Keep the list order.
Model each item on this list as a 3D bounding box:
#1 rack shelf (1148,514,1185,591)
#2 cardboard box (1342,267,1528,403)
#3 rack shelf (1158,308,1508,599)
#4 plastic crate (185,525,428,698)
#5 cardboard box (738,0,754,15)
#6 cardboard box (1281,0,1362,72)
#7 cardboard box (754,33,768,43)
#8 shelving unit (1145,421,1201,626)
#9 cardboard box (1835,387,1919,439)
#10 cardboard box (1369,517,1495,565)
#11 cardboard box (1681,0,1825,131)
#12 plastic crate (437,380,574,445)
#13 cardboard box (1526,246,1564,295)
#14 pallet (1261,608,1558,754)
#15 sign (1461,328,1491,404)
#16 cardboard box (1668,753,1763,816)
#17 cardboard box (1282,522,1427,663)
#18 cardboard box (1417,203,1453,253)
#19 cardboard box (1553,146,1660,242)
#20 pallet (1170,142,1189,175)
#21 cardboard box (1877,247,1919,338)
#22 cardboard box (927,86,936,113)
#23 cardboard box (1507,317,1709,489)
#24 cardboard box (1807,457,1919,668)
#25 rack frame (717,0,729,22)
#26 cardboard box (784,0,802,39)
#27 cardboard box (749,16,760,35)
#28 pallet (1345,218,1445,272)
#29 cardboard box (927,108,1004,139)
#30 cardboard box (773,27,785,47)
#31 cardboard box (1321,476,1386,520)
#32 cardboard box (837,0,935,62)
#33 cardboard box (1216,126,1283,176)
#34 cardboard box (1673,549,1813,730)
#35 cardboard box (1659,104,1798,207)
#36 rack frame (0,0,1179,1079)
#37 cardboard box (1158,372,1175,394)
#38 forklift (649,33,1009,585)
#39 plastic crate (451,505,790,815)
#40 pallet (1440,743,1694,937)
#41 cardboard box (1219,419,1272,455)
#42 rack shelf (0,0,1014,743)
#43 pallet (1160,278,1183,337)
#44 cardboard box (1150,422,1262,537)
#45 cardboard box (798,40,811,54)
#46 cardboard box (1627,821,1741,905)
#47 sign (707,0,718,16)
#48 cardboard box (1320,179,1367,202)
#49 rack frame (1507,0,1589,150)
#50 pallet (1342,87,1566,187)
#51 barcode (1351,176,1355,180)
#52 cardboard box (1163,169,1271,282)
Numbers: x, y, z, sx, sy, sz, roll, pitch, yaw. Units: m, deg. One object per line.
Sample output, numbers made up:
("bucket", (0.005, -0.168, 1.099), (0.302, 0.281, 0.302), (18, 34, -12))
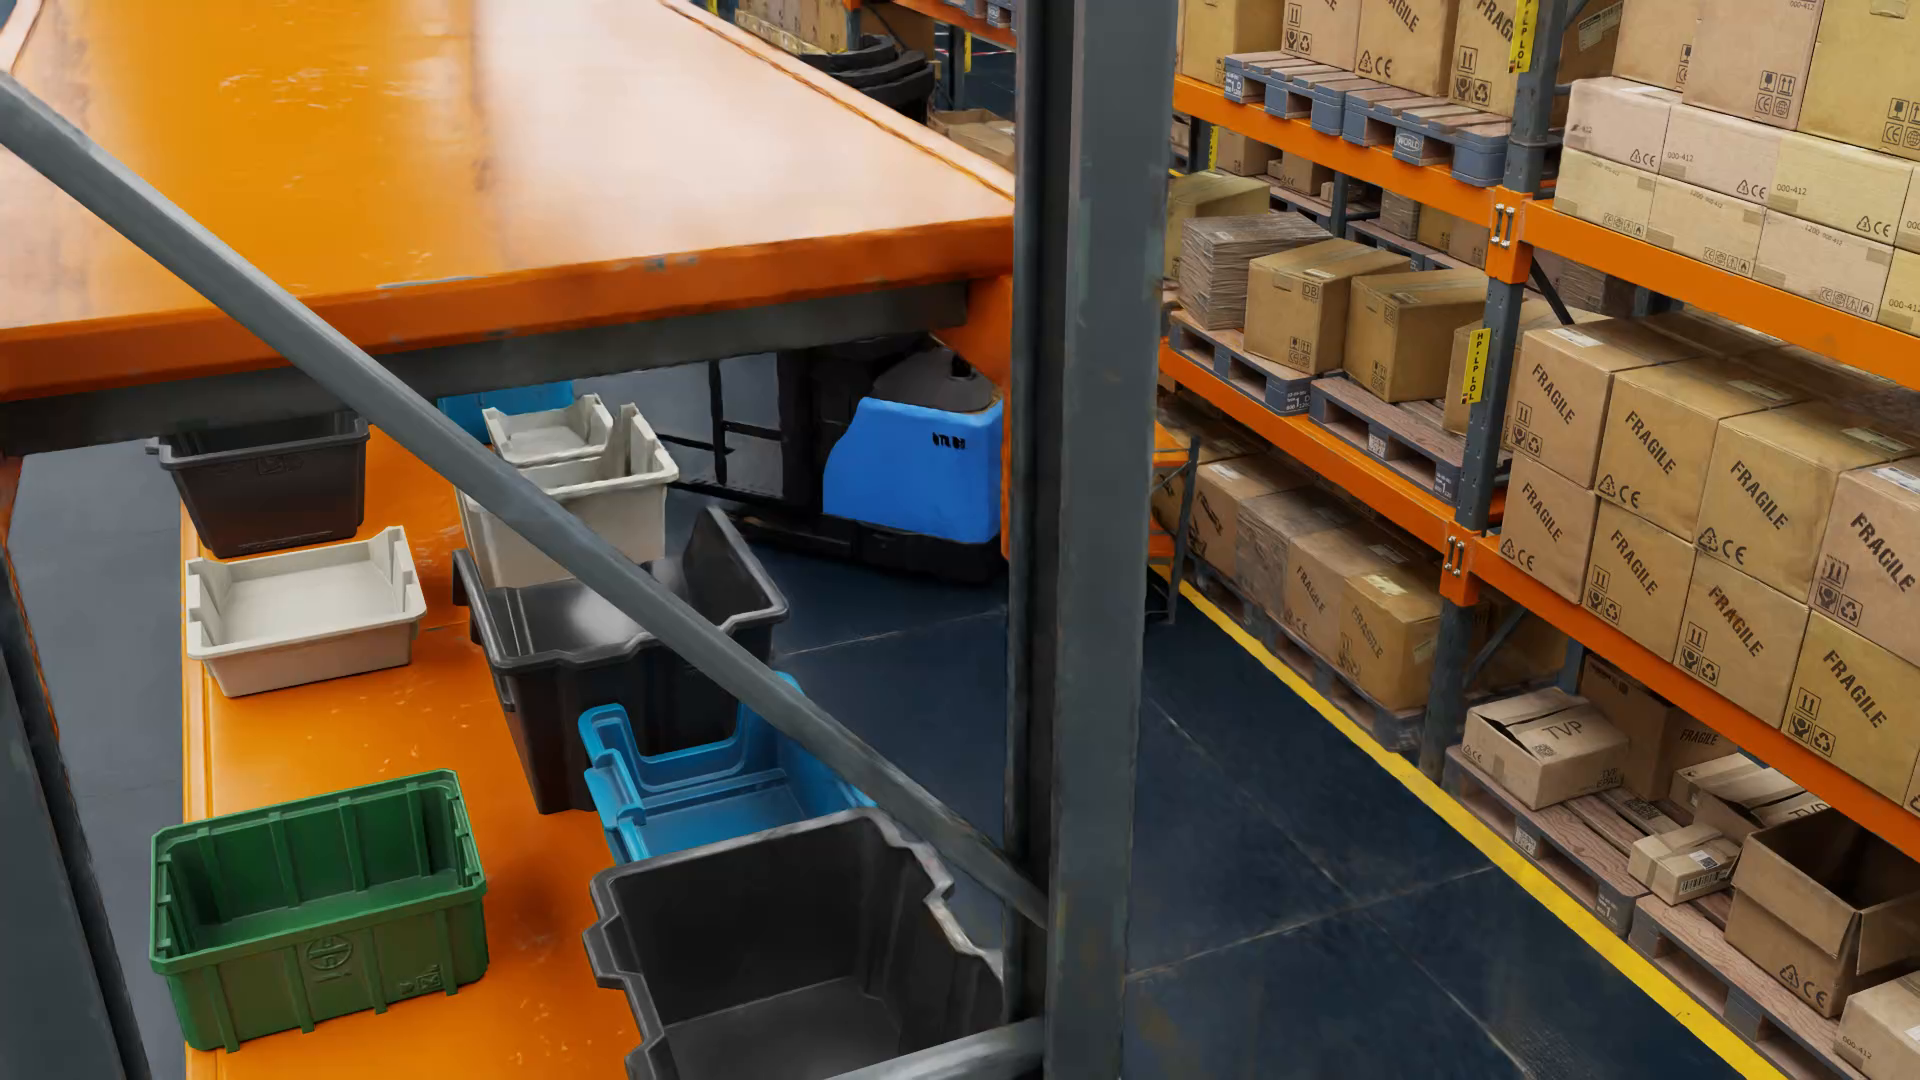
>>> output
("rack shelf", (0.846, -0.029, 9.534), (0.538, 0.278, 1.000), (-2, 26, -15))
("cardboard box", (2.376, -1.037, 8.362), (0.700, 0.500, 0.500), (-6, 27, -12))
("rack shelf", (1.900, -0.791, 9.271), (1.077, 0.370, 4.000), (-11, 28, -21))
("plastic crate", (-1.347, 0.137, 3.433), (0.437, 0.136, 0.530), (-11, 28, -21))
("cardboard box", (-1.825, -5.567, 16.641), (0.700, 0.500, 0.500), (-10, 28, -20))
("cardboard box", (2.029, -2.687, 8.210), (0.600, 0.600, 0.600), (-12, 28, -23))
("cardboard box", (-1.635, -4.794, 16.536), (0.700, 0.500, 0.500), (-10, 28, -19))
("shelving unit", (0.865, -0.250, 9.431), (0.538, 1.125, 1.048), (-2, 26, -15))
("cardboard box", (3.519, -0.231, 6.052), (0.500, 0.500, 0.500), (-10, 28, -20))
("cardboard box", (2.499, 0.168, 8.834), (0.500, 0.500, 0.500), (-10, 28, -20))
("cardboard box", (2.974, -1.733, 5.708), (0.700, 0.500, 0.500), (-11, 28, -21))
("plastic crate", (-1.226, -0.417, 4.457), (0.416, 0.233, 0.300), (-11, 28, -21))
("cardboard box", (5.248, -2.358, 14.009), (0.700, 0.500, 0.500), (-11, 28, -21))
("pallet", (2.330, 0.625, 8.730), (1.003, 0.211, 1.213), (-11, 28, -21))
("sign", (2.174, -0.730, 7.007), (0.100, 0.325, 0.005), (-11, 28, -21))
("cardboard box", (3.369, 1.099, 7.328), (0.380, 0.149, 0.250), (-11, 28, -21))
("cardboard box", (2.040, 0.268, 8.630), (0.500, 0.500, 0.500), (-10, 28, -20))
("cardboard box", (4.659, -2.969, 15.260), (0.700, 0.500, 0.500), (-11, 28, -22))
("cardboard box", (2.646, -1.348, 6.345), (0.500, 0.250, 0.500), (-11, 28, -21))
("pallet", (2.855, -4.386, 18.993), (1.003, 0.211, 1.213), (-11, 28, -21))
("cardboard box", (3.231, -0.742, 5.104), (0.500, 0.250, 0.500), (-11, 28, -21))
("cardboard box", (-0.630, -3.759, 14.417), (0.700, 0.500, 0.500), (-11, 28, -22))
("cardboard box", (2.609, -0.562, 6.729), (0.500, 0.500, 0.500), (-10, 28, -19))
("cardboard box", (3.215, 0.062, 5.451), (0.500, 0.500, 0.500), (-10, 28, -19))
("rack frame", (-2.017, -5.151, 17.381), (1.000, 3.000, 0.127), (-11, 28, -21))
("cardboard box", (-1.219, -4.950, 15.377), (0.700, 0.500, 0.500), (-11, 28, -21))
("cardboard box", (-1.859, -5.085, 16.393), (0.380, 0.149, 0.250), (-10, 28, -20))
("pallet", (4.413, -2.822, 15.789), (1.003, 0.211, 1.213), (-11, 28, -21))
("cardboard box", (0.042, -3.056, 12.976), (0.500, 0.500, 0.500), (-9, 27, -17))
("cardboard box", (-1.555, -4.773, 15.753), (0.380, 0.149, 0.250), (-11, 28, -21))
("cardboard box", (2.326, -0.359, 9.059), (0.500, 0.250, 0.500), (-11, 28, -20))
("cardboard box", (-0.630, -4.342, 14.132), (0.700, 0.500, 0.500), (-10, 28, -20))
("cardboard box", (3.193, -4.249, 17.880), (0.700, 0.500, 0.500), (-12, 29, -24))
("cardboard box", (3.029, 0.309, 6.083), (0.500, 0.500, 0.500), (-11, 28, -21))
("cardboard box", (2.842, -1.371, 5.822), (0.500, 0.250, 0.500), (-11, 28, -21))
("rack frame", (-0.313, -0.538, 1.095), (0.949, 2.616, 0.053), (-11, 28, -21))
("cardboard box", (1.182, -1.137, 11.814), (0.500, 0.250, 0.500), (-11, 28, -21))
("forklift", (-0.999, -1.487, 9.954), (3.031, 2.935, 1.130), (12, 28, 23))
("plastic crate", (-0.655, 0.174, 3.127), (0.504, 0.338, 0.767), (-11, 28, -21))
("pallet", (2.951, 1.224, 7.503), (1.003, 0.211, 1.213), (-11, 28, -21))
("cardboard box", (1.901, -0.450, 10.100), (0.500, 0.500, 0.500), (-12, 28, -22))
("rack shelf", (-1.093, -0.843, 2.995), (1.077, 0.370, 4.000), (-11, 28, -21))
("pallet", (1.446, -1.574, 10.273), (1.213, 0.211, 1.003), (-11, 28, -21))
("cardboard box", (1.434, -0.349, 9.894), (0.500, 0.500, 0.500), (-11, 28, -21))
("cardboard box", (-1.250, -4.459, 15.110), (0.380, 0.149, 0.250), (-10, 28, -19))
("cardboard box", (2.996, 1.323, 6.850), (0.380, 0.166, 0.250), (-11, 28, -21))
("sign", (-2.530, -5.483, 16.984), (0.100, 0.325, 0.005), (-11, 28, -21))
("cardboard box", (3.869, -3.524, 16.777), (0.380, 0.166, 0.250), (-15, 30, -27))
("rack frame", (2.683, -3.003, 6.143), (1.000, 3.000, 0.127), (-11, 28, -21))
("pallet", (2.492, -1.845, 7.406), (1.213, 0.211, 1.003), (-11, 28, -21))
("barcode", (4.050, -3.732, 17.142), (0.001, 0.075, 0.075), (-11, 28, -21))
("cardboard box", (1.467, -1.920, 10.172), (0.700, 0.500, 0.500), (-22, 34, -37))
